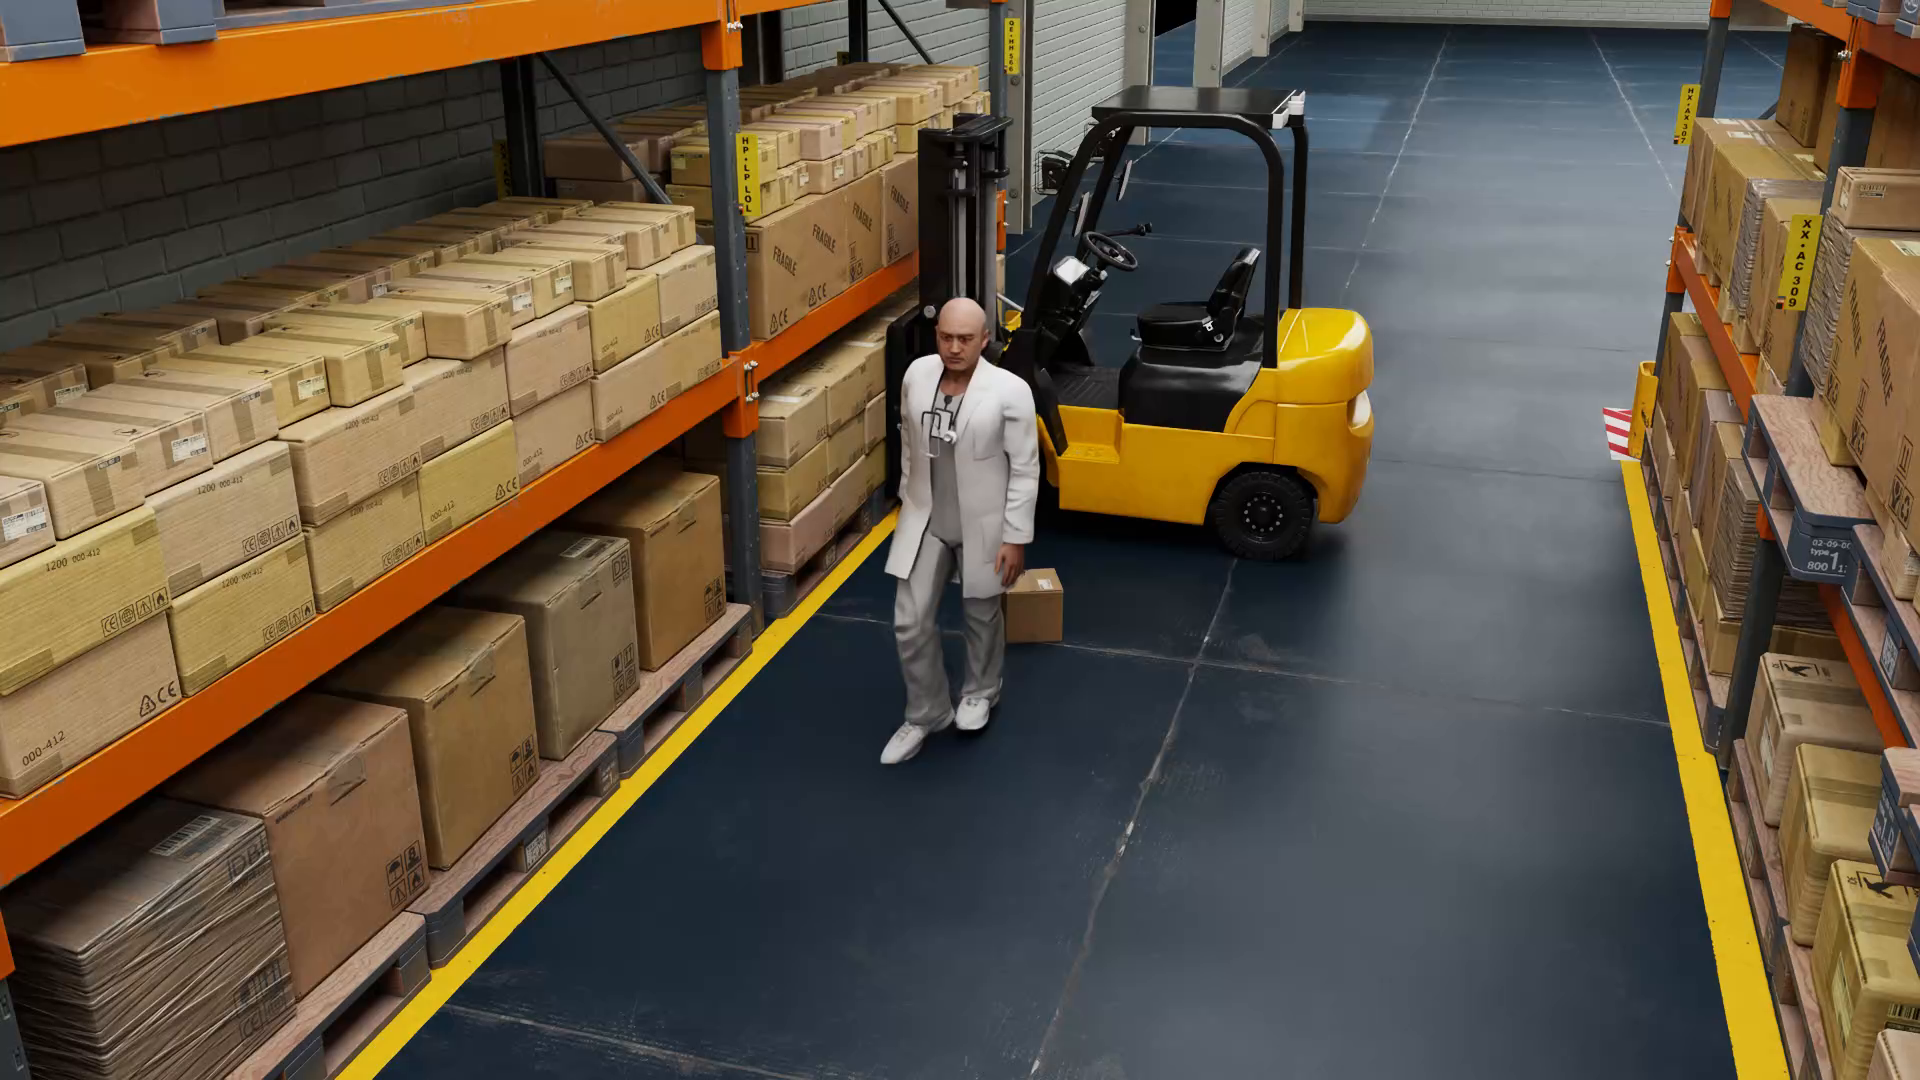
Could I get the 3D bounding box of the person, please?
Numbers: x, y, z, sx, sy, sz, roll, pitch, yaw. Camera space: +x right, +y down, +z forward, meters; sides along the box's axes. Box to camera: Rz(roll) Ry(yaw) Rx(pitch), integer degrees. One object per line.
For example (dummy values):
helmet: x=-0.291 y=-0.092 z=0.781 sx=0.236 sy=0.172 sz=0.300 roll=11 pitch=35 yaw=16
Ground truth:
person: x=0.023 y=-0.044 z=6.236 sx=0.608 sy=1.809 sz=0.621 roll=7 pitch=23 yaw=18
